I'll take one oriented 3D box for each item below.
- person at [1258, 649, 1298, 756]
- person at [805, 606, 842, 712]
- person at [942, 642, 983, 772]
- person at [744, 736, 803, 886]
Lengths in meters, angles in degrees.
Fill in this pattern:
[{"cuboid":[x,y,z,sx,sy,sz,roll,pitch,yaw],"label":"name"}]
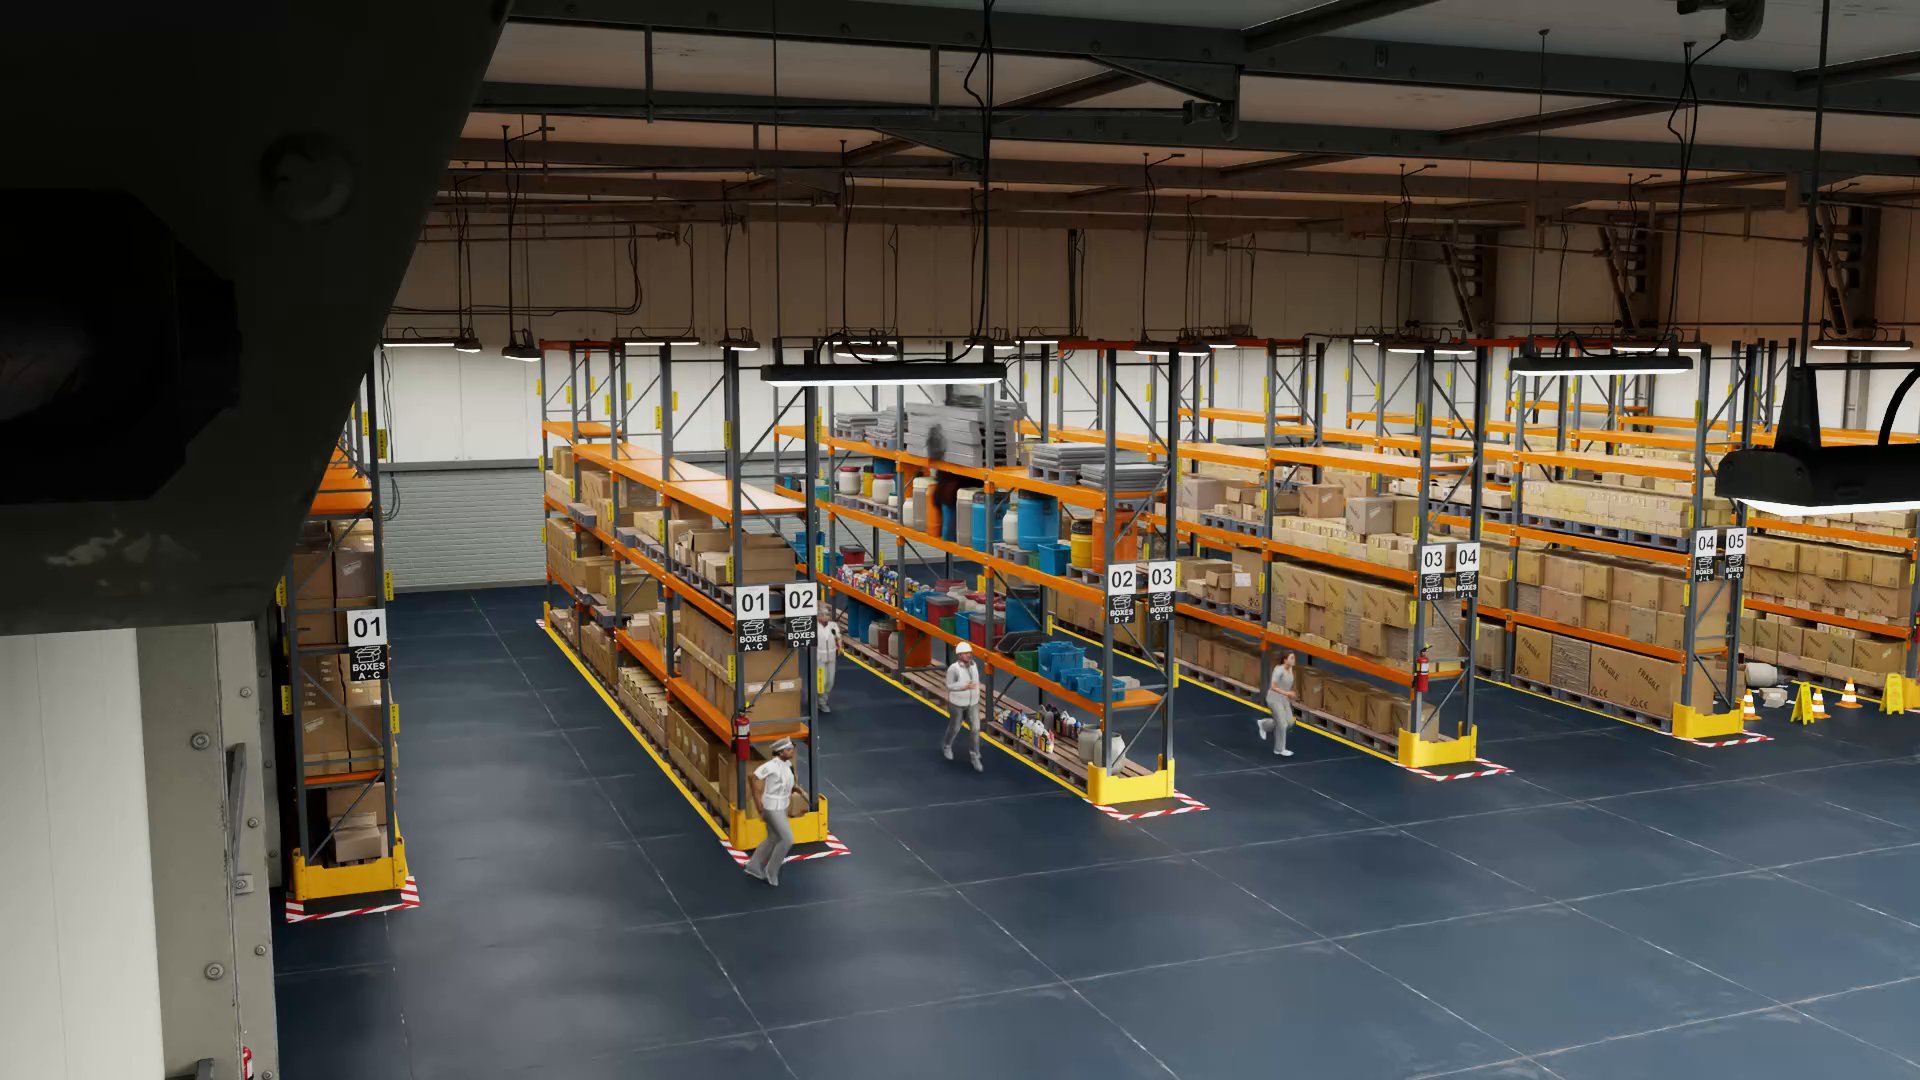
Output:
[{"cuboid":[4.671,2.374,24.427,0.548,1.606,0.711,-7,10,-43],"label":"person"},{"cuboid":[-2.212,1.936,27.228,0.649,1.755,0.629,-4,8,-28],"label":"person"},{"cuboid":[0.036,2.343,23.815,0.635,1.804,0.907,-4,9,-30],"label":"person"},{"cuboid":[-2.105,3.090,18.922,0.680,1.743,0.596,2,8,15],"label":"person"}]
